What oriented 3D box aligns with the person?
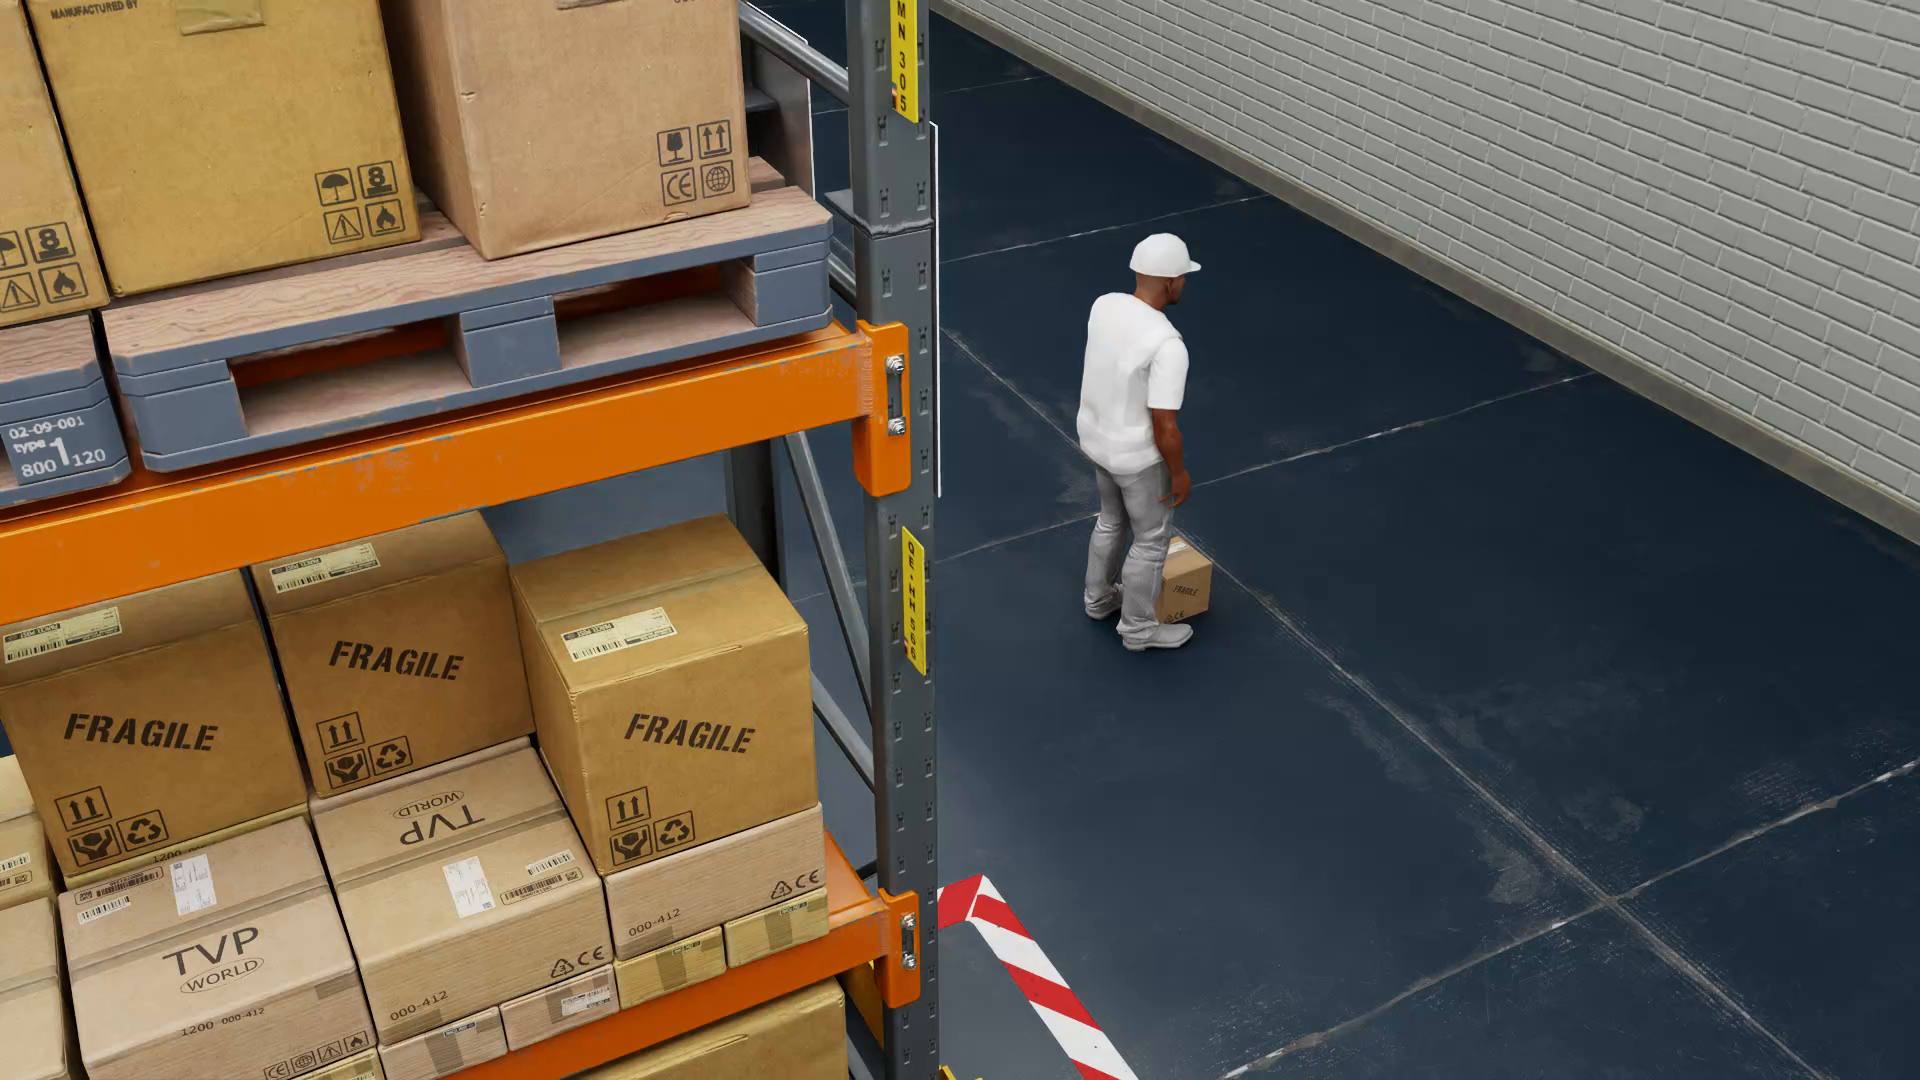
[{"bbox_3d":[0.721,-0.387,6.724,0.458,1.757,0.628,-16,36,-23],"label":"person"}]
